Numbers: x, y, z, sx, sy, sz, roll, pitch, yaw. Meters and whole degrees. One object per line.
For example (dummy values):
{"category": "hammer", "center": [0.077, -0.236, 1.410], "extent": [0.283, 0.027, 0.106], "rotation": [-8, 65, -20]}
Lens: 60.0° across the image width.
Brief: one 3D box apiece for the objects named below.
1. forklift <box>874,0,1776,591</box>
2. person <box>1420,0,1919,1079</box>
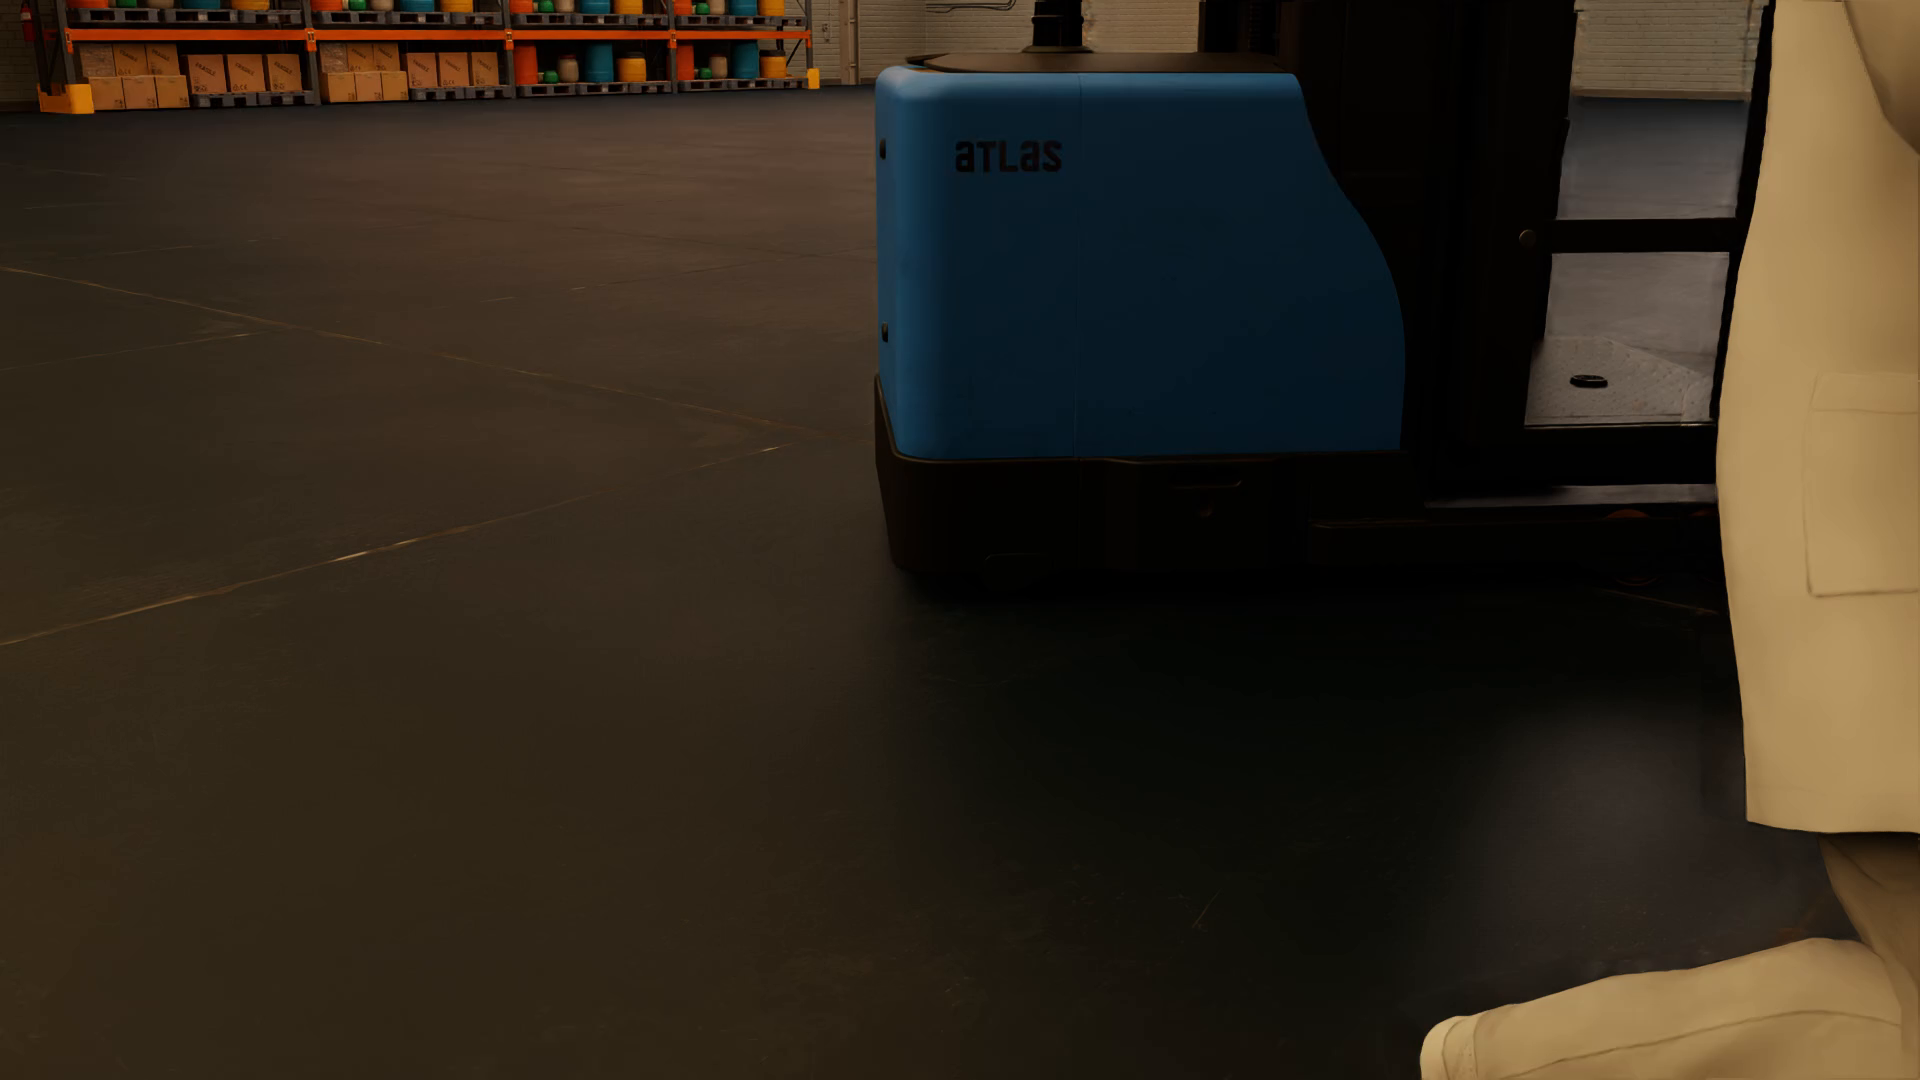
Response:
{"category": "forklift", "center": [1.327, -1.453, 3.681], "extent": [3.031, 2.935, 1.130], "rotation": [-2, 17, -5]}
{"category": "person", "center": [0.789, -0.066, 1.222], "extent": [0.740, 1.719, 0.688], "rotation": [-11, 20, -31]}
